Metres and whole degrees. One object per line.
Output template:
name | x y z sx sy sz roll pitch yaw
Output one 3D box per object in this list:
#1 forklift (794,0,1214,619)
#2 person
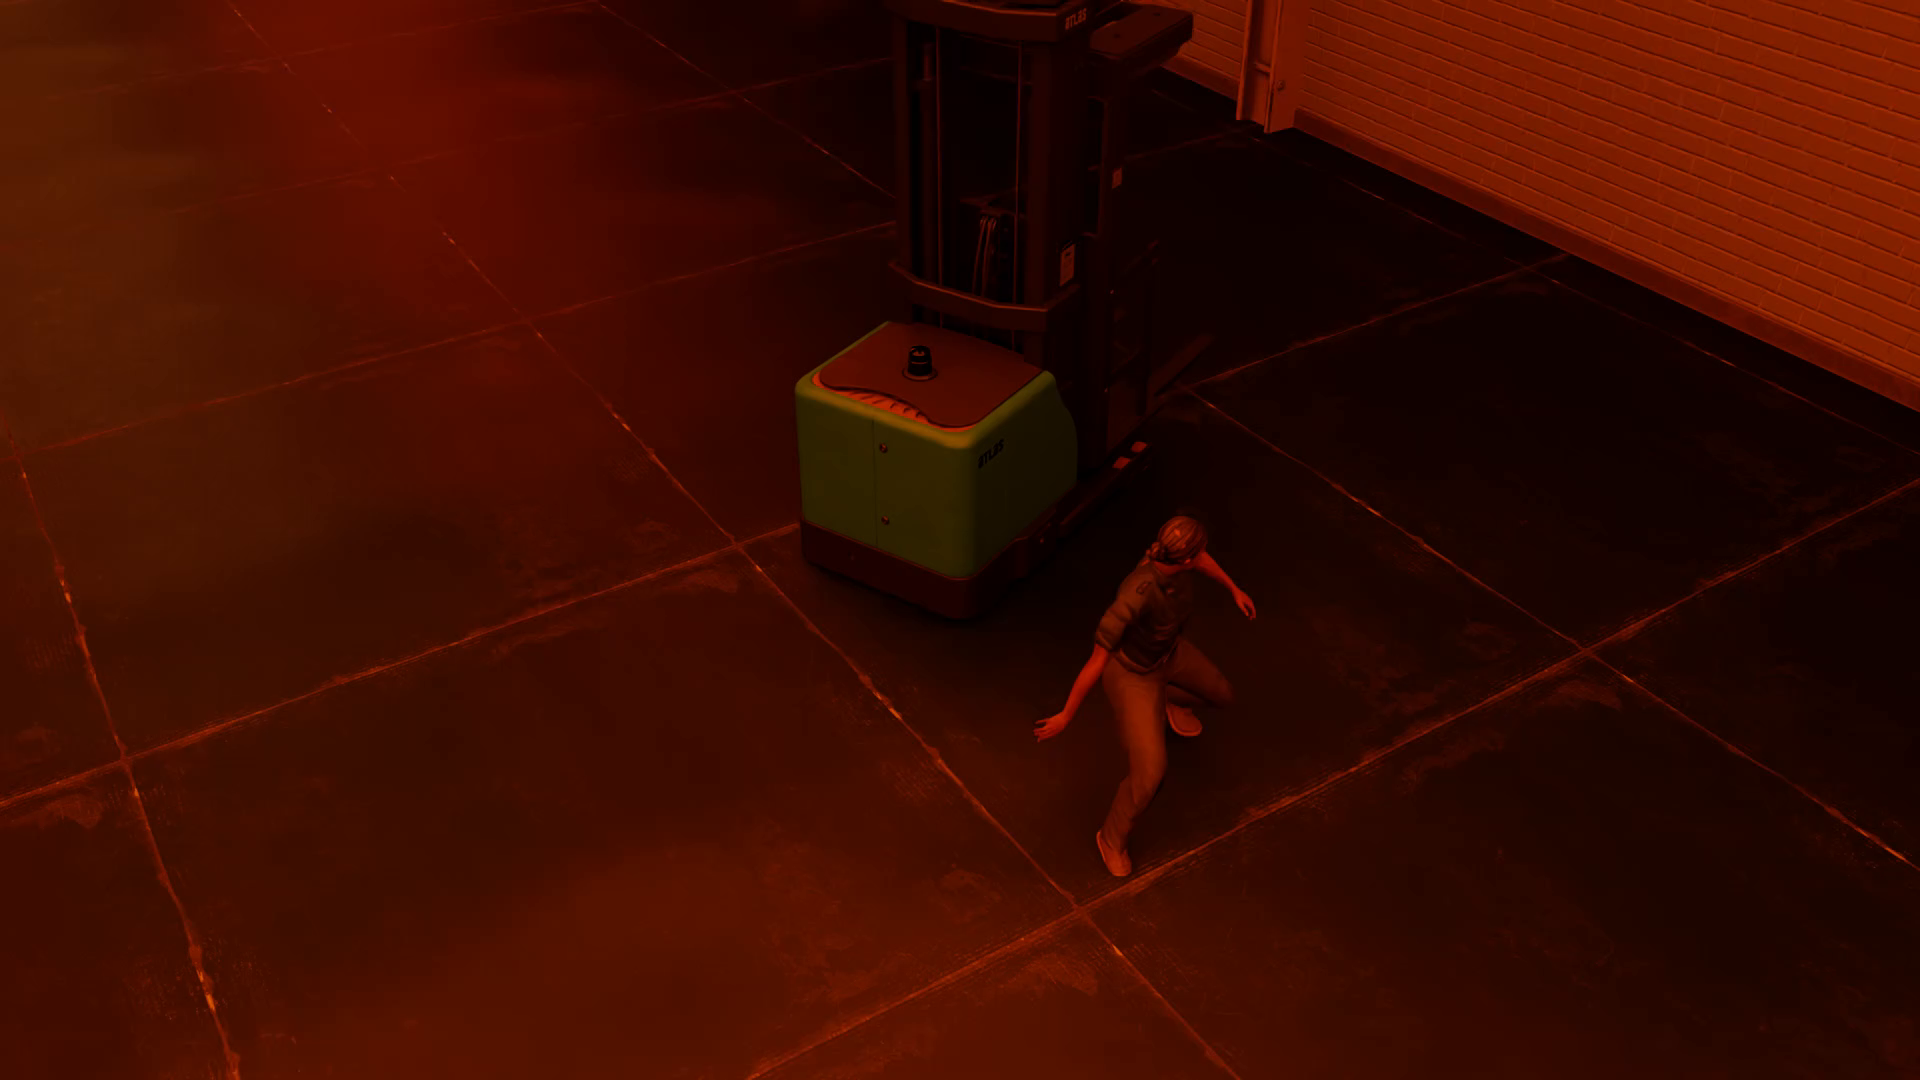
forklift | 0.426 -1.624 8.460 1.130 2.935 3.031 21 40 27
person | 0.758 0.551 6.678 0.500 1.565 1.109 25 42 31
